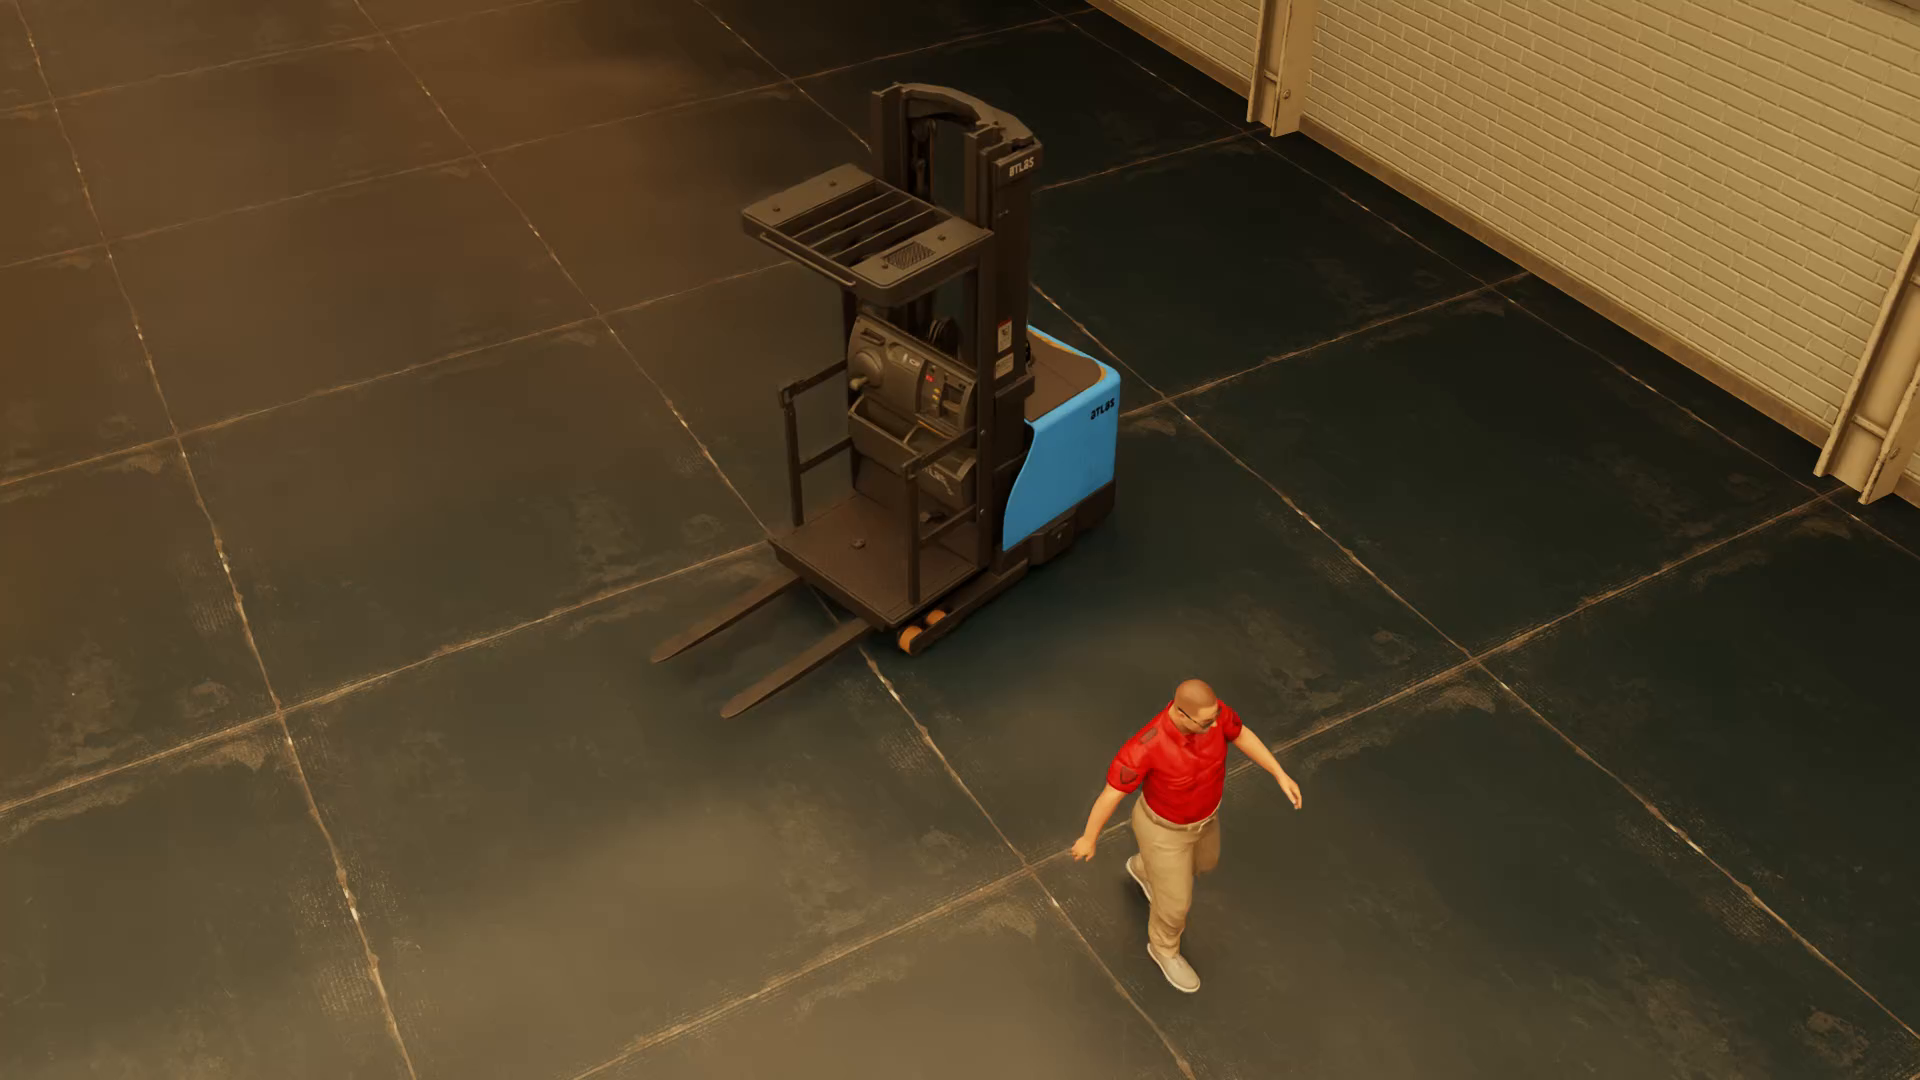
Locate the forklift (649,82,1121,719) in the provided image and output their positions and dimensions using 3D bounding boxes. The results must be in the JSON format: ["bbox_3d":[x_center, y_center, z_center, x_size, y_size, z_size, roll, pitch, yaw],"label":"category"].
[{"bbox_3d":[-0.423,-0.843,9.053,1.130,2.935,3.031,32,49,33],"label":"forklift"}]

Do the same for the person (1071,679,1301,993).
[{"bbox_3d":[0.976,1.263,7.481,0.909,1.709,0.730,-30,48,-31],"label":"person"}]
